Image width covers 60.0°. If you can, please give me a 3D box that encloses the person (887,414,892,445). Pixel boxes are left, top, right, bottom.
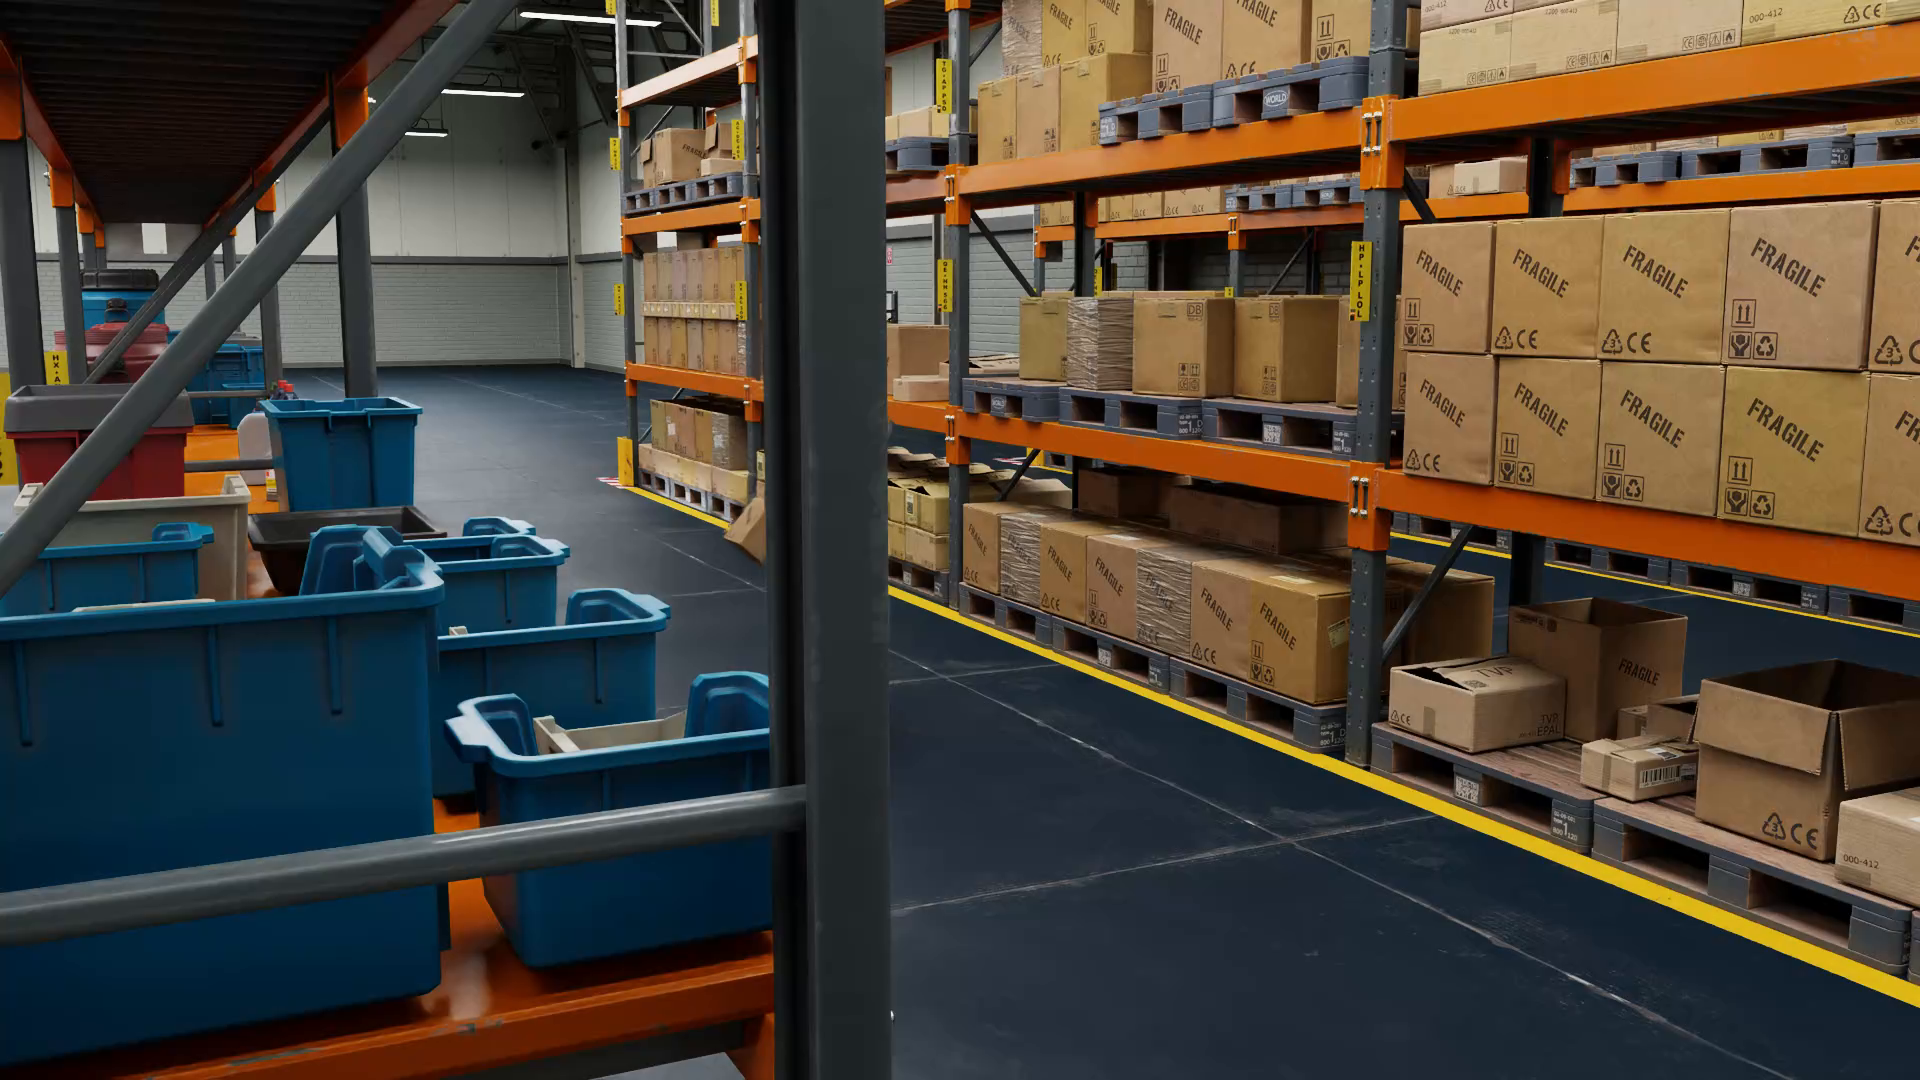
[{"bbox_3d":[-0.632,-0.049,8.031,0.563,1.795,0.501,8,12,44],"label":"person"}]
